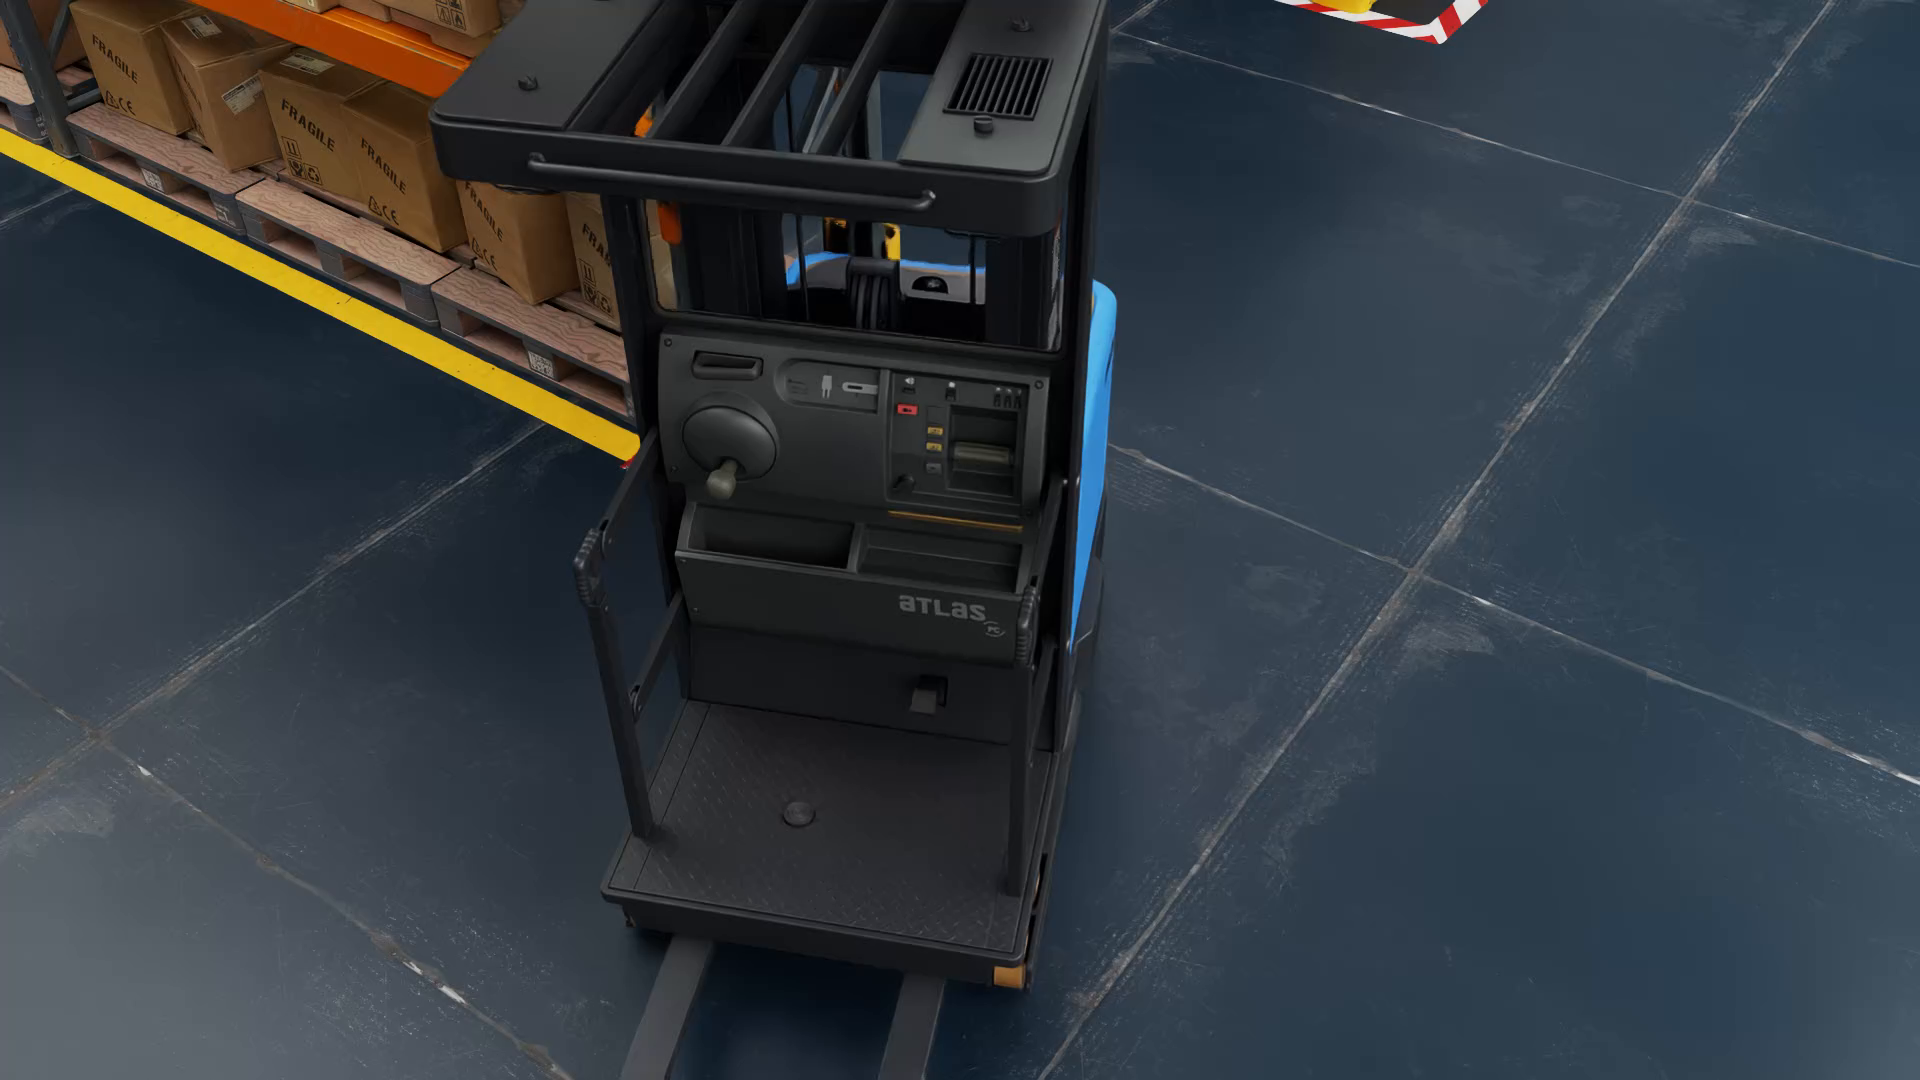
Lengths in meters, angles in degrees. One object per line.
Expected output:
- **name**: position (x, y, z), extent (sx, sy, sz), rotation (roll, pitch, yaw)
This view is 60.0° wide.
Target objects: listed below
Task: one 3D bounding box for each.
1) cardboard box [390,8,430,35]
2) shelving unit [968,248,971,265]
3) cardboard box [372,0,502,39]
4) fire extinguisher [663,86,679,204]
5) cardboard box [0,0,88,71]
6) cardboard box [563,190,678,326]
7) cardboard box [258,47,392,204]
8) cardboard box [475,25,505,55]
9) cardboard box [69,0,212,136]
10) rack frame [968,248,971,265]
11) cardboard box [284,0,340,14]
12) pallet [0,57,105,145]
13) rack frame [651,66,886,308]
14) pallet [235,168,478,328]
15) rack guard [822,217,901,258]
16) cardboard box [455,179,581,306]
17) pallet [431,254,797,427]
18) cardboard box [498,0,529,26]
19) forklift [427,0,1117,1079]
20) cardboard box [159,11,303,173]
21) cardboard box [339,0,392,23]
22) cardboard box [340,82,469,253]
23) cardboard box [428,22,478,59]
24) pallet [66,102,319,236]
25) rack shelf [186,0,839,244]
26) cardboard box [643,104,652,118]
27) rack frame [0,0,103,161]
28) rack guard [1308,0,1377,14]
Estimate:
- **cardboard box**: position (-1.782, -1.929, 5.845), extent (0.250, 0.149, 0.380), rotation (25, 48, 25)
- **shelving unit**: position (0.053, -0.523, 5.659), extent (0.210, 0.900, 0.258), rotation (26, 48, 26)
- **cardboard box**: position (-1.528, -2.140, 5.594), extent (0.500, 0.500, 0.875), rotation (25, 48, 25)
- **fire extinguisher**: position (-0.786, -1.316, 5.029), extent (0.183, 0.674, 0.296), rotation (25, 48, 25)
- **cardboard box**: position (-4.380, -2.651, 8.008), extent (0.500, 0.500, 0.700), rotation (22, 46, 22)
- **cardboard box**: position (-1.117, -1.113, 6.304), extent (0.500, 0.500, 0.500), rotation (-33, 51, -31)
- **cardboard box**: position (-2.559, -1.812, 7.085), extent (0.500, 0.500, 0.500), rotation (21, 46, 22)
- **cardboard box**: position (-1.406, -1.707, 5.596), extent (0.250, 0.149, 0.380), rotation (25, 48, 25)
- **cardboard box**: position (-3.586, -2.222, 7.543), extent (0.500, 0.500, 0.500), rotation (24, 47, 24)
- **rack frame**: position (-0.030, -0.562, 5.703), extent (0.006, 0.900, 0.240), rotation (26, 48, 26)
- **cardboard box**: position (-2.255, -2.060, 5.991), extent (0.250, 0.149, 0.380), rotation (25, 48, 25)
- **pallet**: position (-4.528, -2.430, 8.307), extent (1.213, 0.211, 1.003), rotation (25, 48, 25)
- **rack frame**: position (-0.615, -1.640, 5.333), extent (0.127, 3.000, 1.000), rotation (25, 48, 25)
- **pallet**: position (-2.317, -1.428, 7.187), extent (1.213, 0.211, 1.003), rotation (25, 48, 25)
- **rack guard**: position (-0.677, -0.738, 6.199), extent (0.348, 0.500, 1.175), rotation (25, 48, 25)
- **cardboard box**: position (-1.626, -1.323, 6.539), extent (0.500, 0.500, 0.500), rotation (-29, 49, -28)
- **pallet**: position (-1.322, -0.960, 6.665), extent (1.213, 0.211, 1.003), rotation (25, 48, 25)
- **cardboard box**: position (-1.050, -2.014, 5.453), extent (0.500, 0.500, 0.875), rotation (25, 48, 25)
- **forklift**: position (-0.296, -0.176, 3.749), extent (1.130, 2.935, 3.031), rotation (7, 42, 8)
- **cardboard box**: position (-3.112, -2.006, 7.303), extent (0.500, 0.500, 0.500), rotation (-26, 48, -26)
- **cardboard box**: position (-2.000, -2.013, 5.938), extent (0.250, 0.149, 0.380), rotation (25, 48, 25)
- **cardboard box**: position (-2.128, -1.574, 6.819), extent (0.500, 0.500, 0.500), rotation (30, 50, 29)
- **cardboard box**: position (-1.601, -1.811, 5.713), extent (0.250, 0.149, 0.380), rotation (25, 48, 25)
- **pallet**: position (-3.320, -1.895, 7.709), extent (1.213, 0.211, 1.003), rotation (25, 48, 25)
- **rack shelf**: position (-2.253, -2.138, 6.429), extent (4.000, 0.370, 1.077), rotation (25, 48, 25)
- **cardboard box**: position (-0.967, -1.543, 5.413), extent (0.250, 0.149, 0.380), rotation (25, 48, 25)
- **rack frame**: position (-3.890, -3.172, 7.045), extent (0.127, 3.000, 1.000), rotation (25, 48, 25)
- **rack guard**: position (2.335, -3.369, 9.140), extent (0.348, 0.500, 1.175), rotation (25, 48, 25)
